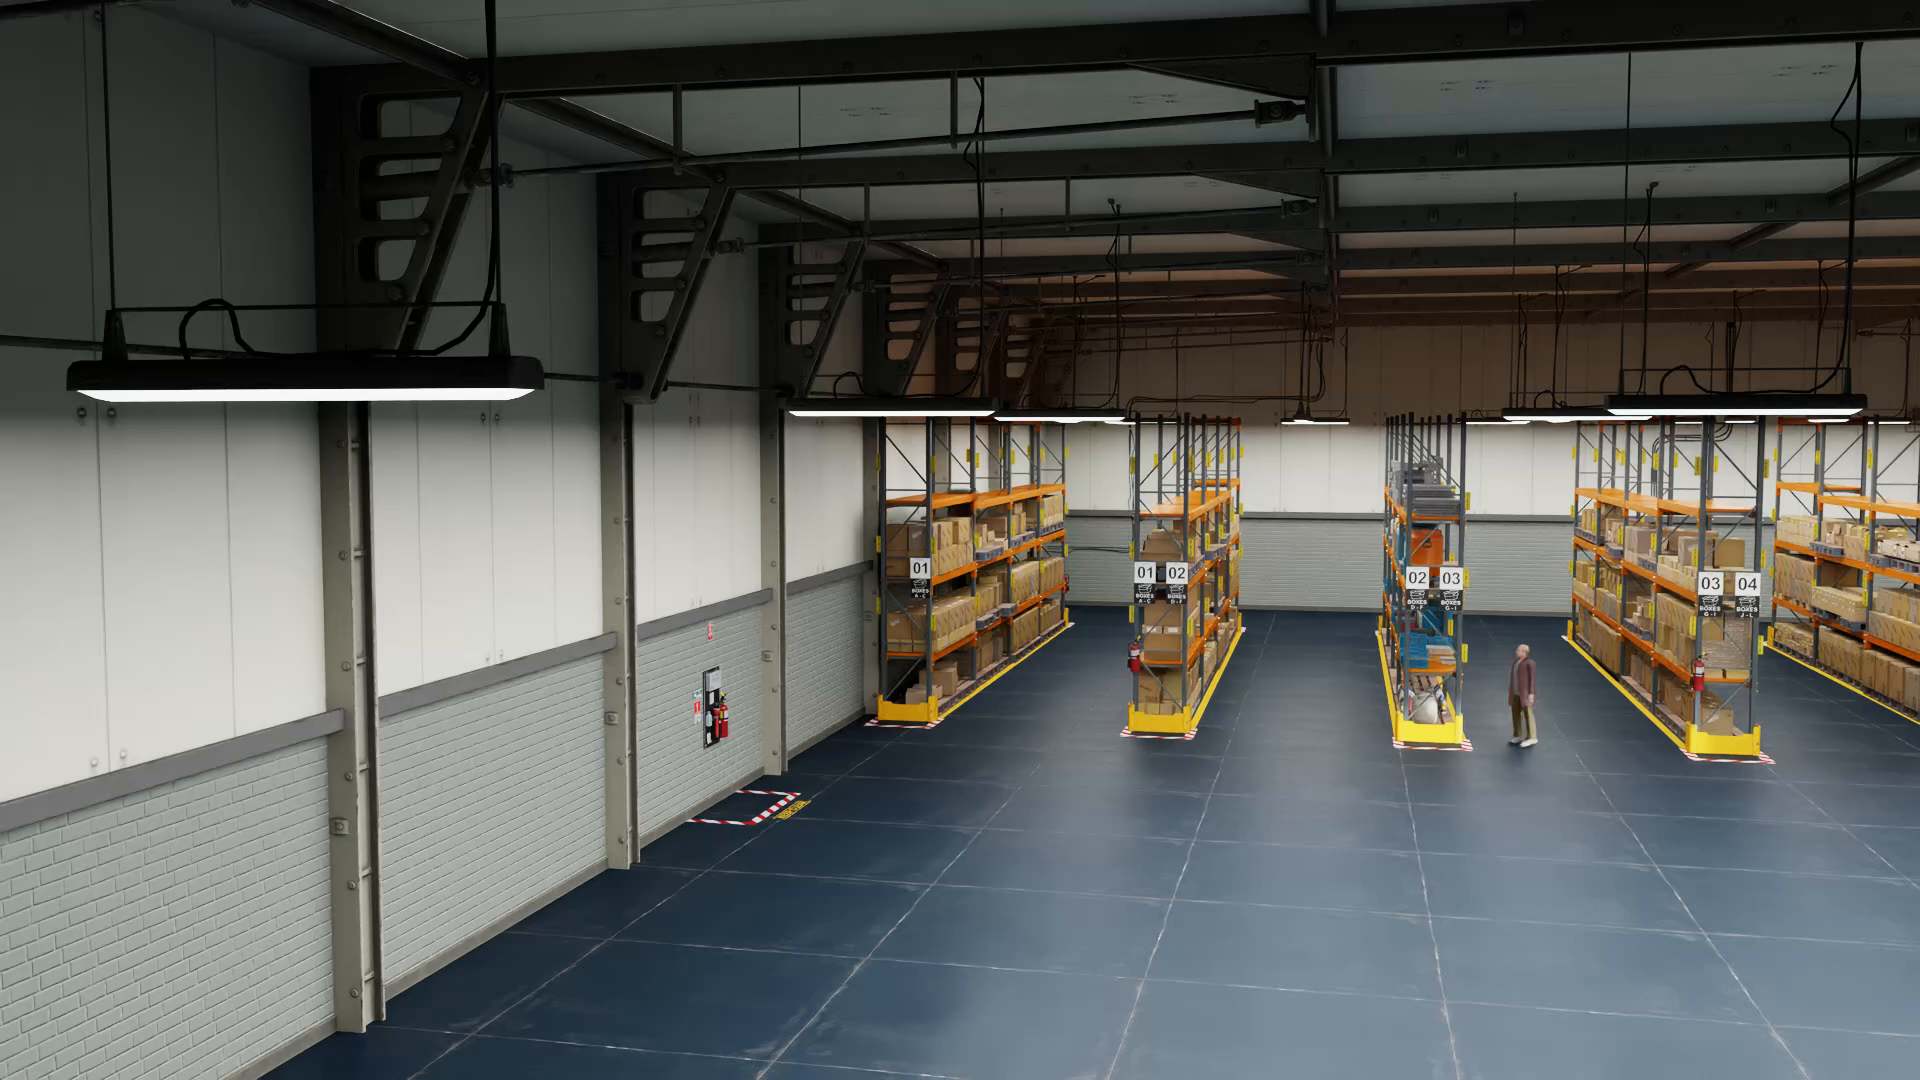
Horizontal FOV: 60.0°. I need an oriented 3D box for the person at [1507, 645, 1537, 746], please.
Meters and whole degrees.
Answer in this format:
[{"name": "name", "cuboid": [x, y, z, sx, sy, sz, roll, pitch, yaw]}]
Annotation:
[{"name": "person", "cuboid": [10.155, 2.794, 30.117, 0.474, 1.786, 0.607, -3, 5, -37]}]
